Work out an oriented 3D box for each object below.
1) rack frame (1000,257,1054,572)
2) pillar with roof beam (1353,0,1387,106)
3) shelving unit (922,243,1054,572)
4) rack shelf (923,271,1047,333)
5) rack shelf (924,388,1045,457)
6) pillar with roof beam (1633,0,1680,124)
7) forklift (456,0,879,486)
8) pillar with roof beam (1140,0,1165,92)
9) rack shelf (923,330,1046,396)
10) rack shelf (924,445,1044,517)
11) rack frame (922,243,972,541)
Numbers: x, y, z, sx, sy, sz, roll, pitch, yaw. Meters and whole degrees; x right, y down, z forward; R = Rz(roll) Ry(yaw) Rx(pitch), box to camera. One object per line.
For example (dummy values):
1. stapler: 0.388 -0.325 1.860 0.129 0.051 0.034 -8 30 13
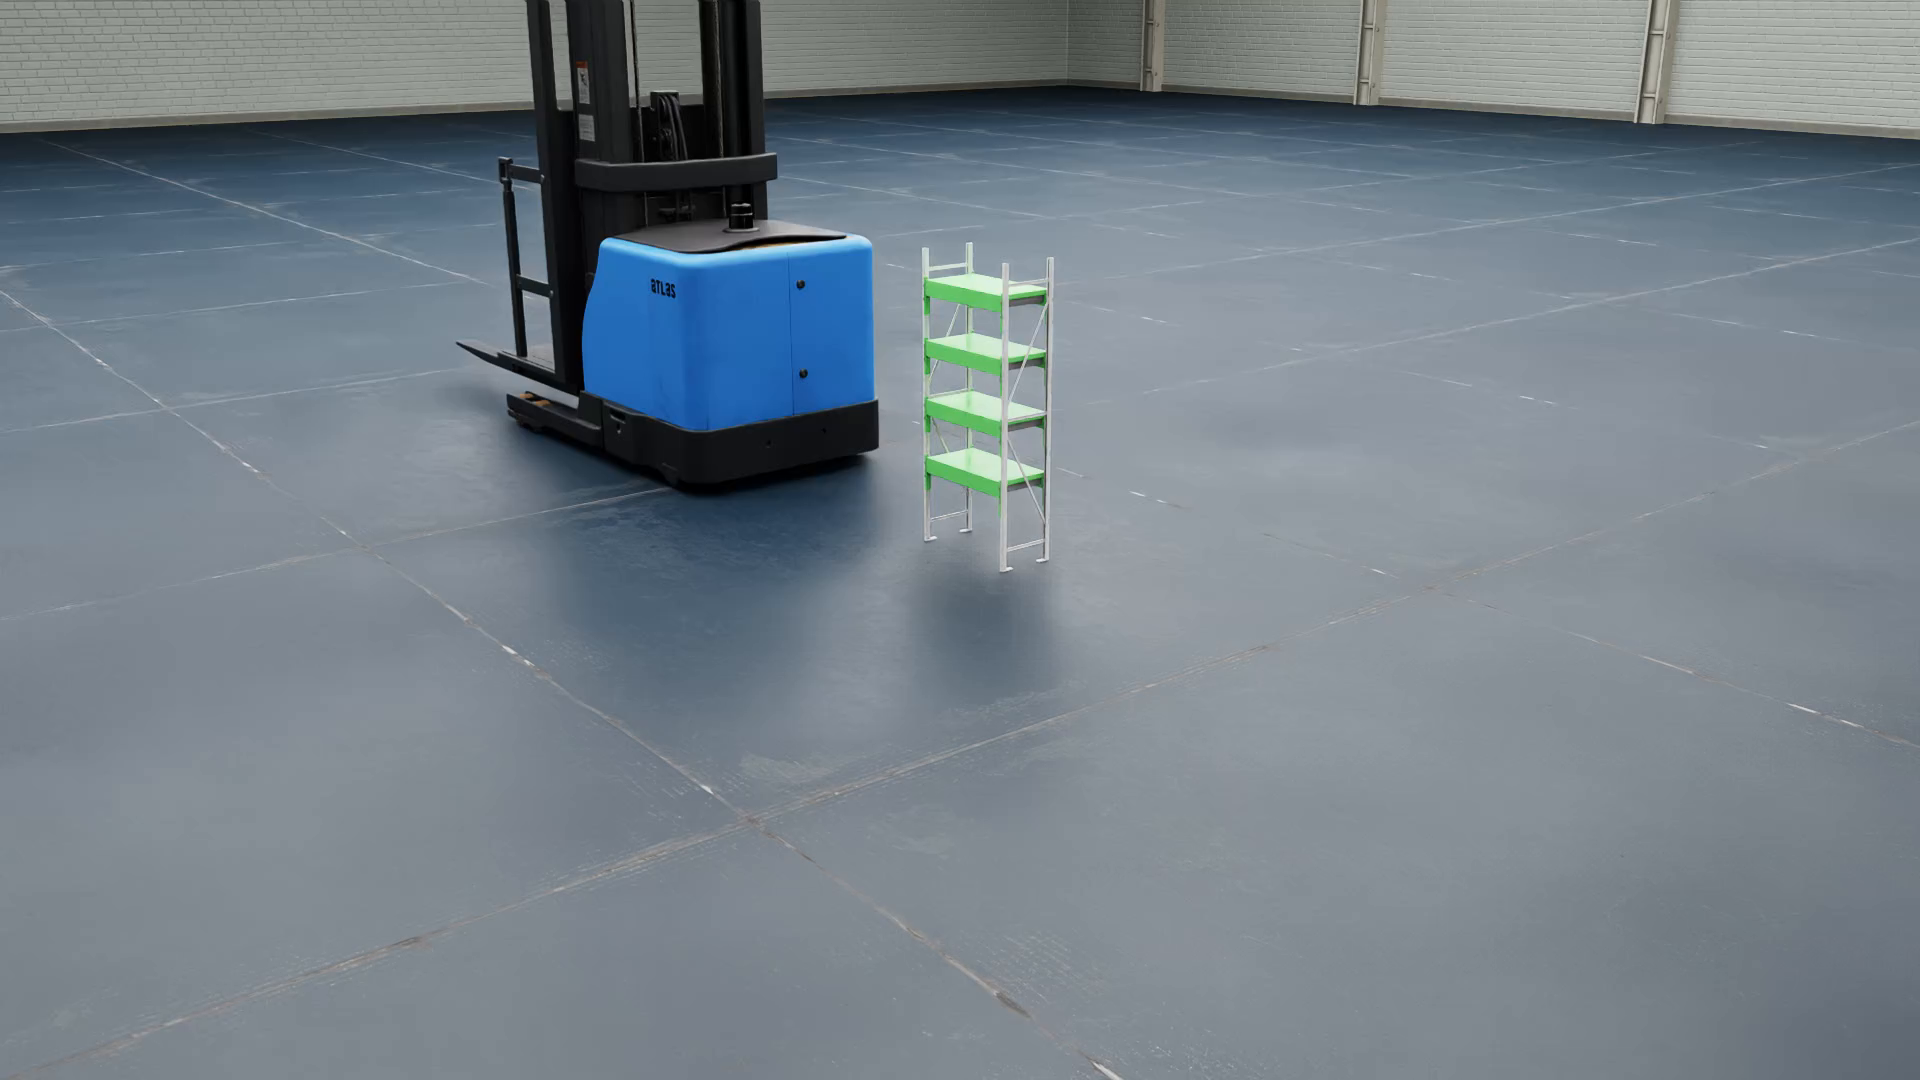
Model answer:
1. rack frame: 0.254 -0.469 6.369 0.240 1.200 0.015 -14 23 -36
2. pillar with roof beam: 4.630 -12.013 28.826 9.100 9.000 0.400 -14 23 -36
3. shelving unit: 0.103 -0.529 6.551 0.258 1.200 0.503 -14 23 -36
4. rack shelf: 0.103 -0.924 6.420 0.258 0.148 0.480 -14 23 -36
5. rack shelf: 0.103 -0.468 6.571 0.258 0.148 0.480 -14 23 -36
6. pillar with roof beam: 8.355 -10.534 24.361 9.100 9.000 0.400 -14 23 -36
7. forklift: -1.708 -2.031 8.332 1.130 2.935 3.031 -14 23 -37
8. pillar with roof beam: 0.905 -13.491 33.290 9.100 9.000 0.400 -14 23 -36
9. rack shelf: 0.103 -0.696 6.495 0.258 0.148 0.480 -14 23 -36
10. rack shelf: 0.103 -0.240 6.646 0.258 0.148 0.480 -14 23 -36
11. rack frame: -0.049 -0.589 6.732 0.240 1.200 0.015 -14 23 -36
